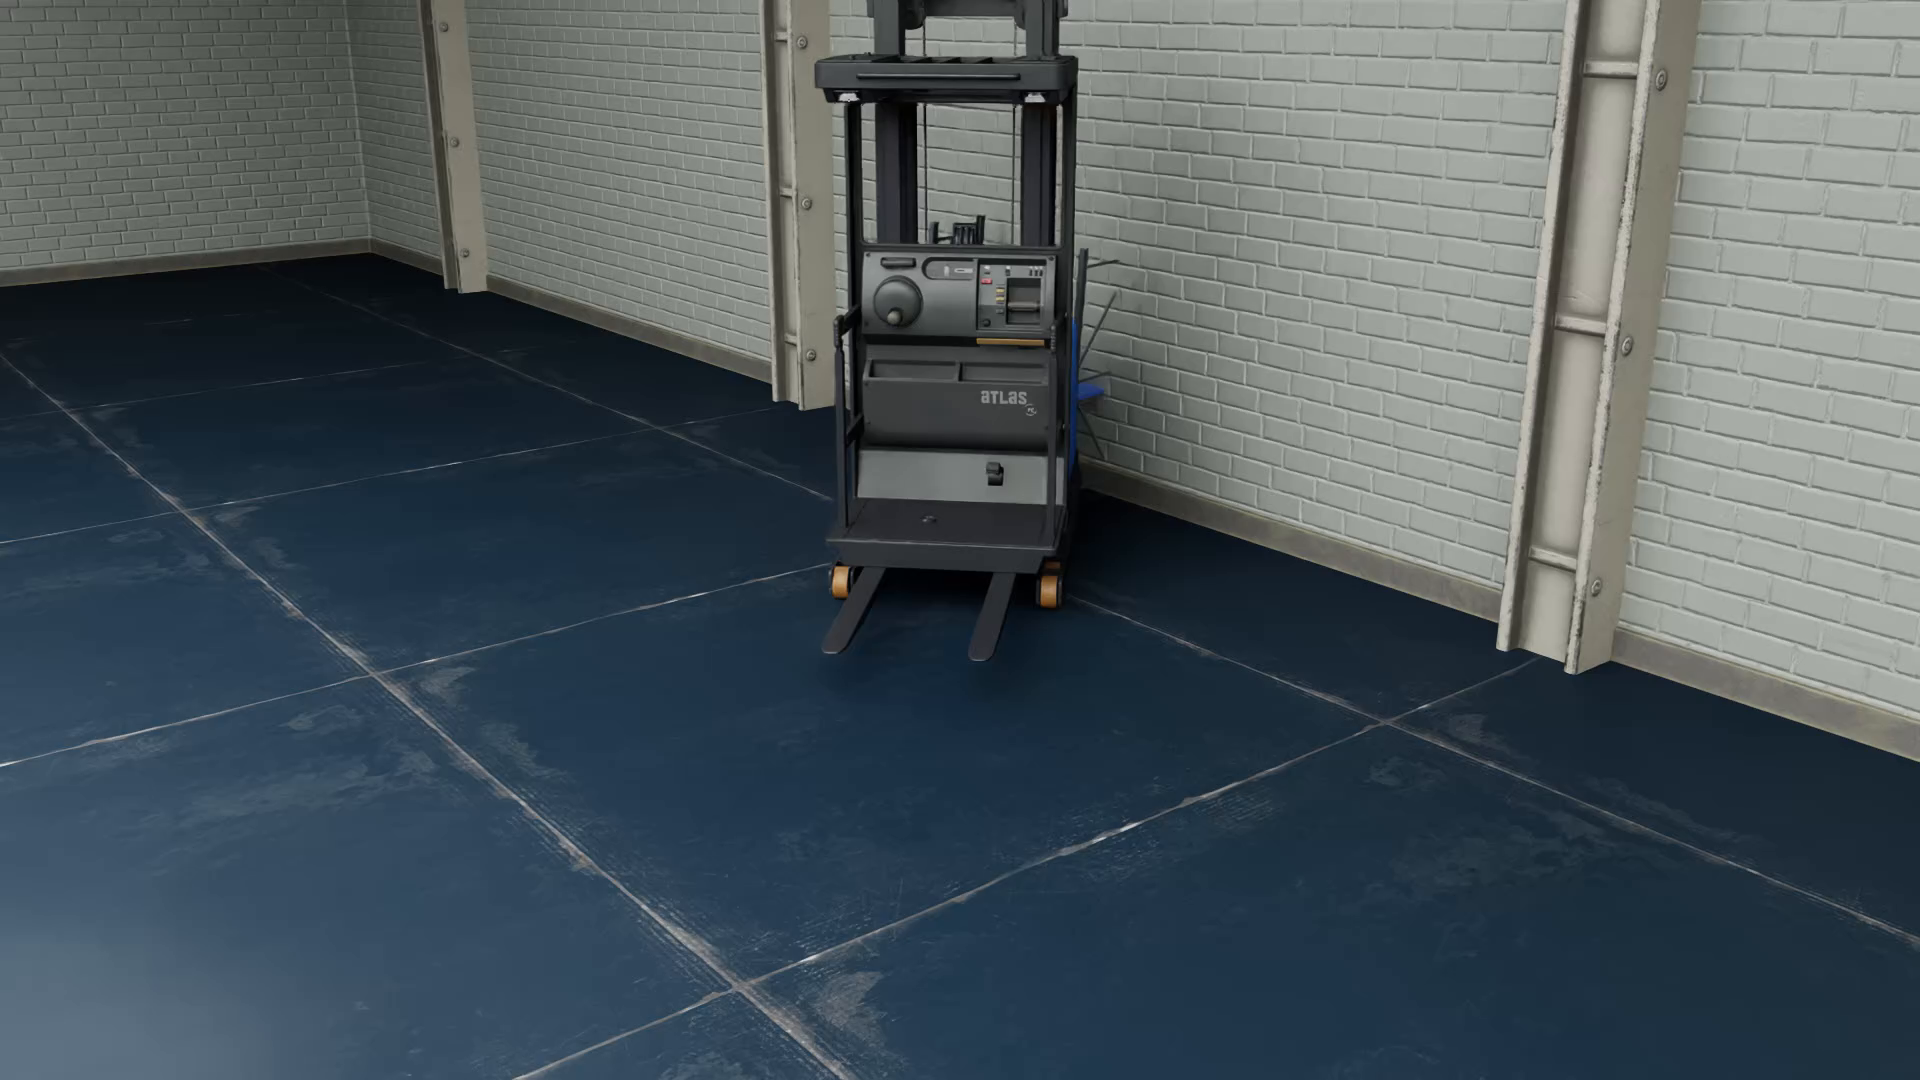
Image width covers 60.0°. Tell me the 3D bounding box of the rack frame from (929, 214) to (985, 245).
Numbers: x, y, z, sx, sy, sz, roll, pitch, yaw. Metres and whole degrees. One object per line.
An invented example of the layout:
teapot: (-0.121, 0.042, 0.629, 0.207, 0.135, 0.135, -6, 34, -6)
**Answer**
rack frame: (-0.056, -1.165, 9.913, 0.032, 1.500, 0.500, 17, 24, 33)

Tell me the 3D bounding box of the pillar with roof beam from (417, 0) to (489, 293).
pillar with roof beam: (-8.197, -5.889, 12.332, 9.100, 9.000, 0.400, -14, 23, -36)

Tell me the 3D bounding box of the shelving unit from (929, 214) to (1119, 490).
shelving unit: (0.351, -1.040, 9.636, 1.048, 1.500, 0.538, 17, 24, 33)

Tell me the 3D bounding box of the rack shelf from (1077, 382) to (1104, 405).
rack shelf: (0.341, -0.871, 9.697, 1.000, 0.185, 0.538, 17, 24, 33)

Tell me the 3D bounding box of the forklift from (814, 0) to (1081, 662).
forklift: (-0.032, -1.180, 7.763, 1.130, 2.935, 3.031, 2, 18, 7)

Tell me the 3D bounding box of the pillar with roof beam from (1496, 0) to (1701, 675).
pillar with roof beam: (-0.746, -2.932, 3.402, 9.100, 9.000, 0.400, -14, 23, -36)

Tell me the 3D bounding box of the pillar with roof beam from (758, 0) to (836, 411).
pillar with roof beam: (-4.472, -4.411, 7.867, 9.100, 9.000, 0.400, -14, 23, -36)

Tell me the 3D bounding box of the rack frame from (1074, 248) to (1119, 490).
rack frame: (0.759, -0.915, 9.359, 0.032, 1.500, 0.500, 17, 24, 33)
